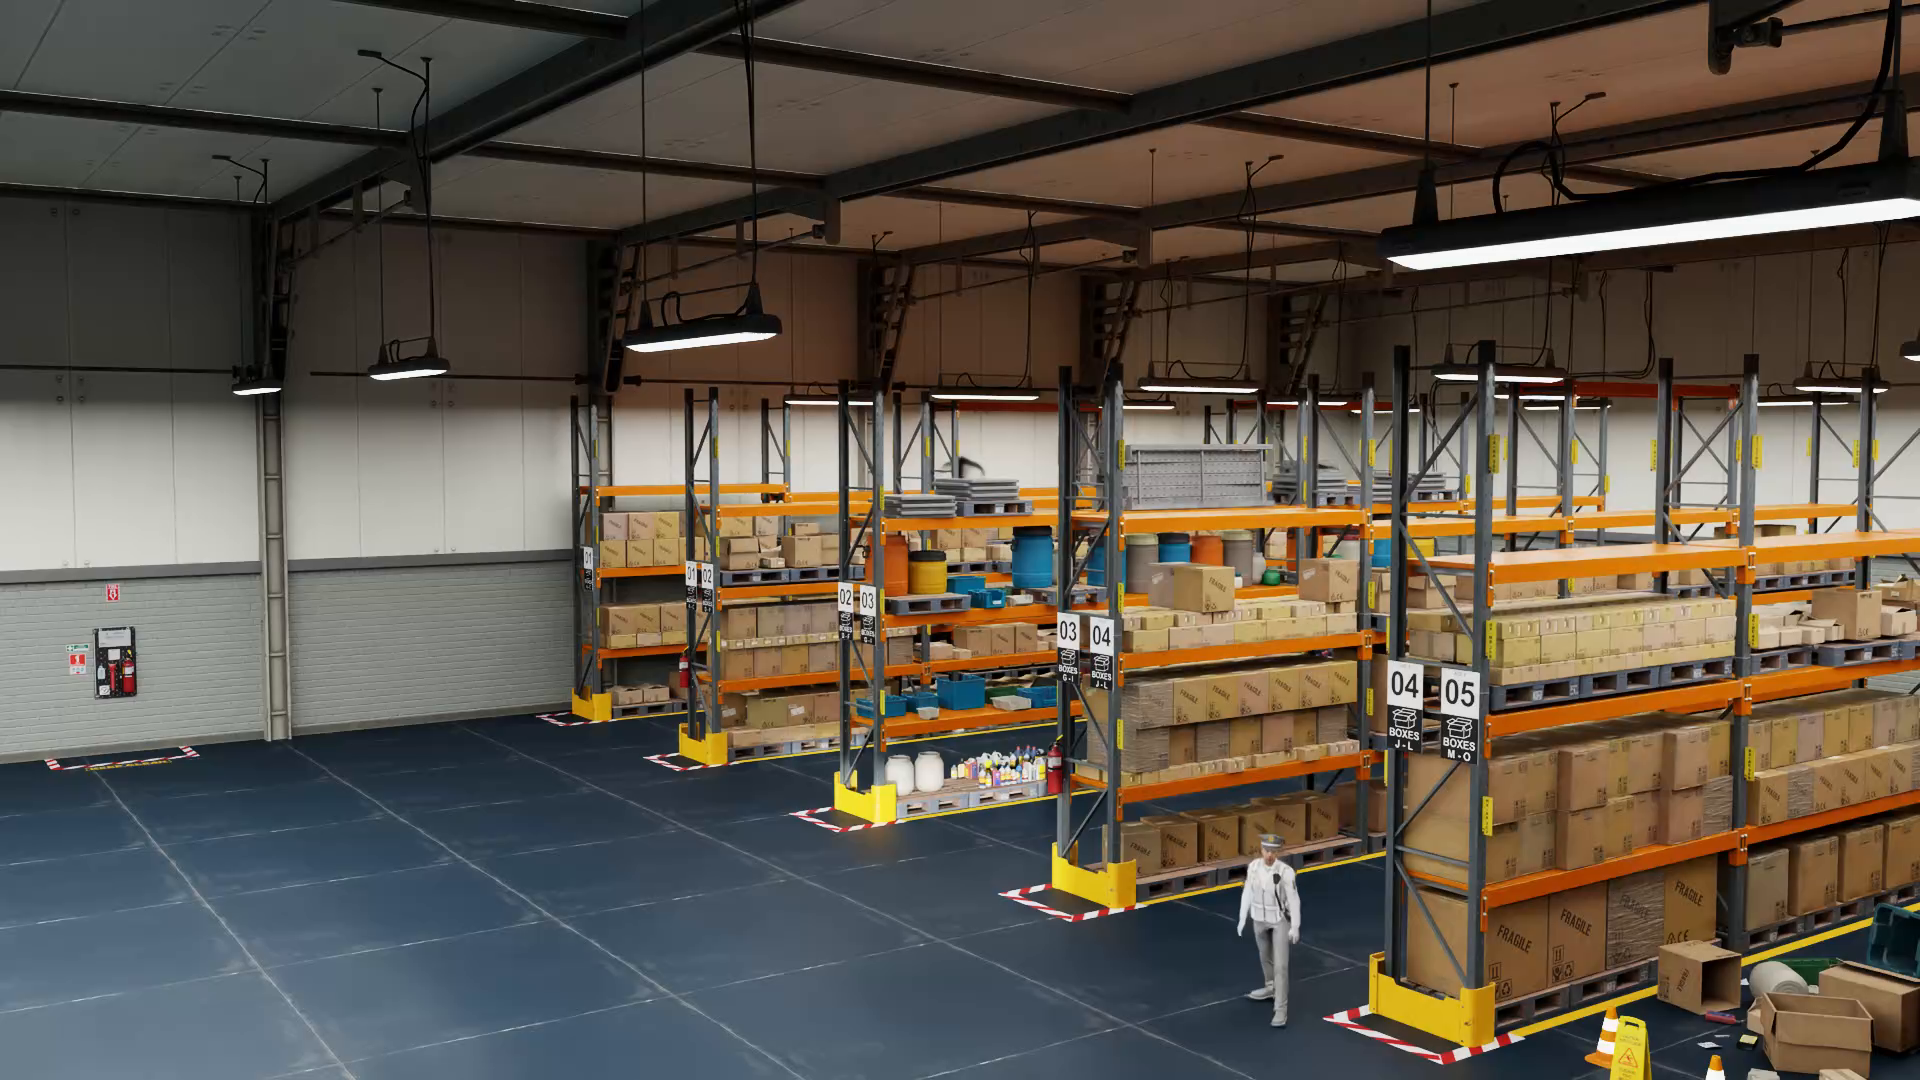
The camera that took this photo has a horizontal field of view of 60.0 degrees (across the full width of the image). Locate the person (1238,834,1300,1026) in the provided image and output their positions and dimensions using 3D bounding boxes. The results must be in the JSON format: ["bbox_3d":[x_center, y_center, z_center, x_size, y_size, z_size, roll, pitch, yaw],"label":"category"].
[{"bbox_3d":[2.792,3.435,14.978,0.570,1.645,0.777,2,4,36],"label":"person"}]
